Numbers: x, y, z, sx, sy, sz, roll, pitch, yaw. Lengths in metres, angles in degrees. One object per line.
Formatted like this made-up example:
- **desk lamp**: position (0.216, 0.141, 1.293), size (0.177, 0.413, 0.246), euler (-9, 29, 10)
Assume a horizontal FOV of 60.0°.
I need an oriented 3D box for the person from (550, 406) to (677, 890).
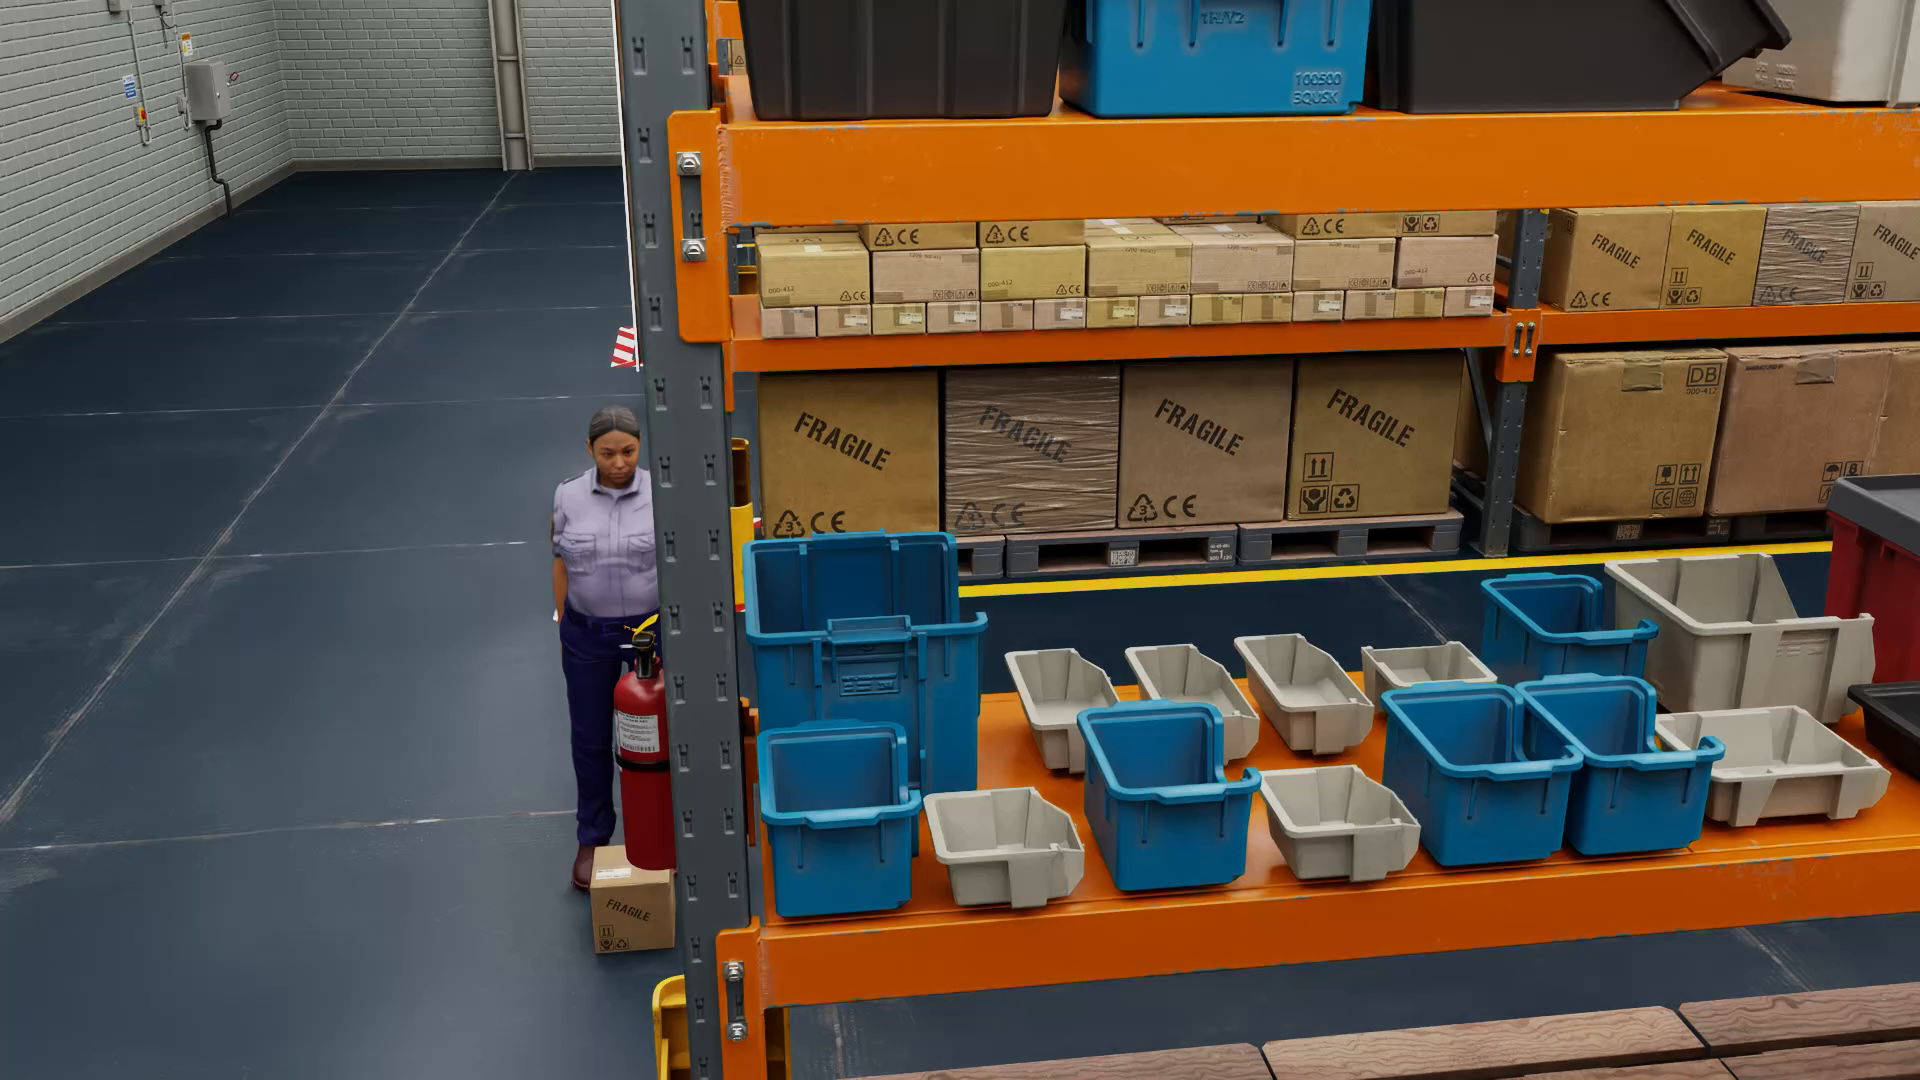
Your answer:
- **person**: position (-1.125, 0.356, 5.618), size (0.479, 1.658, 0.382), euler (-3, 20, -7)
